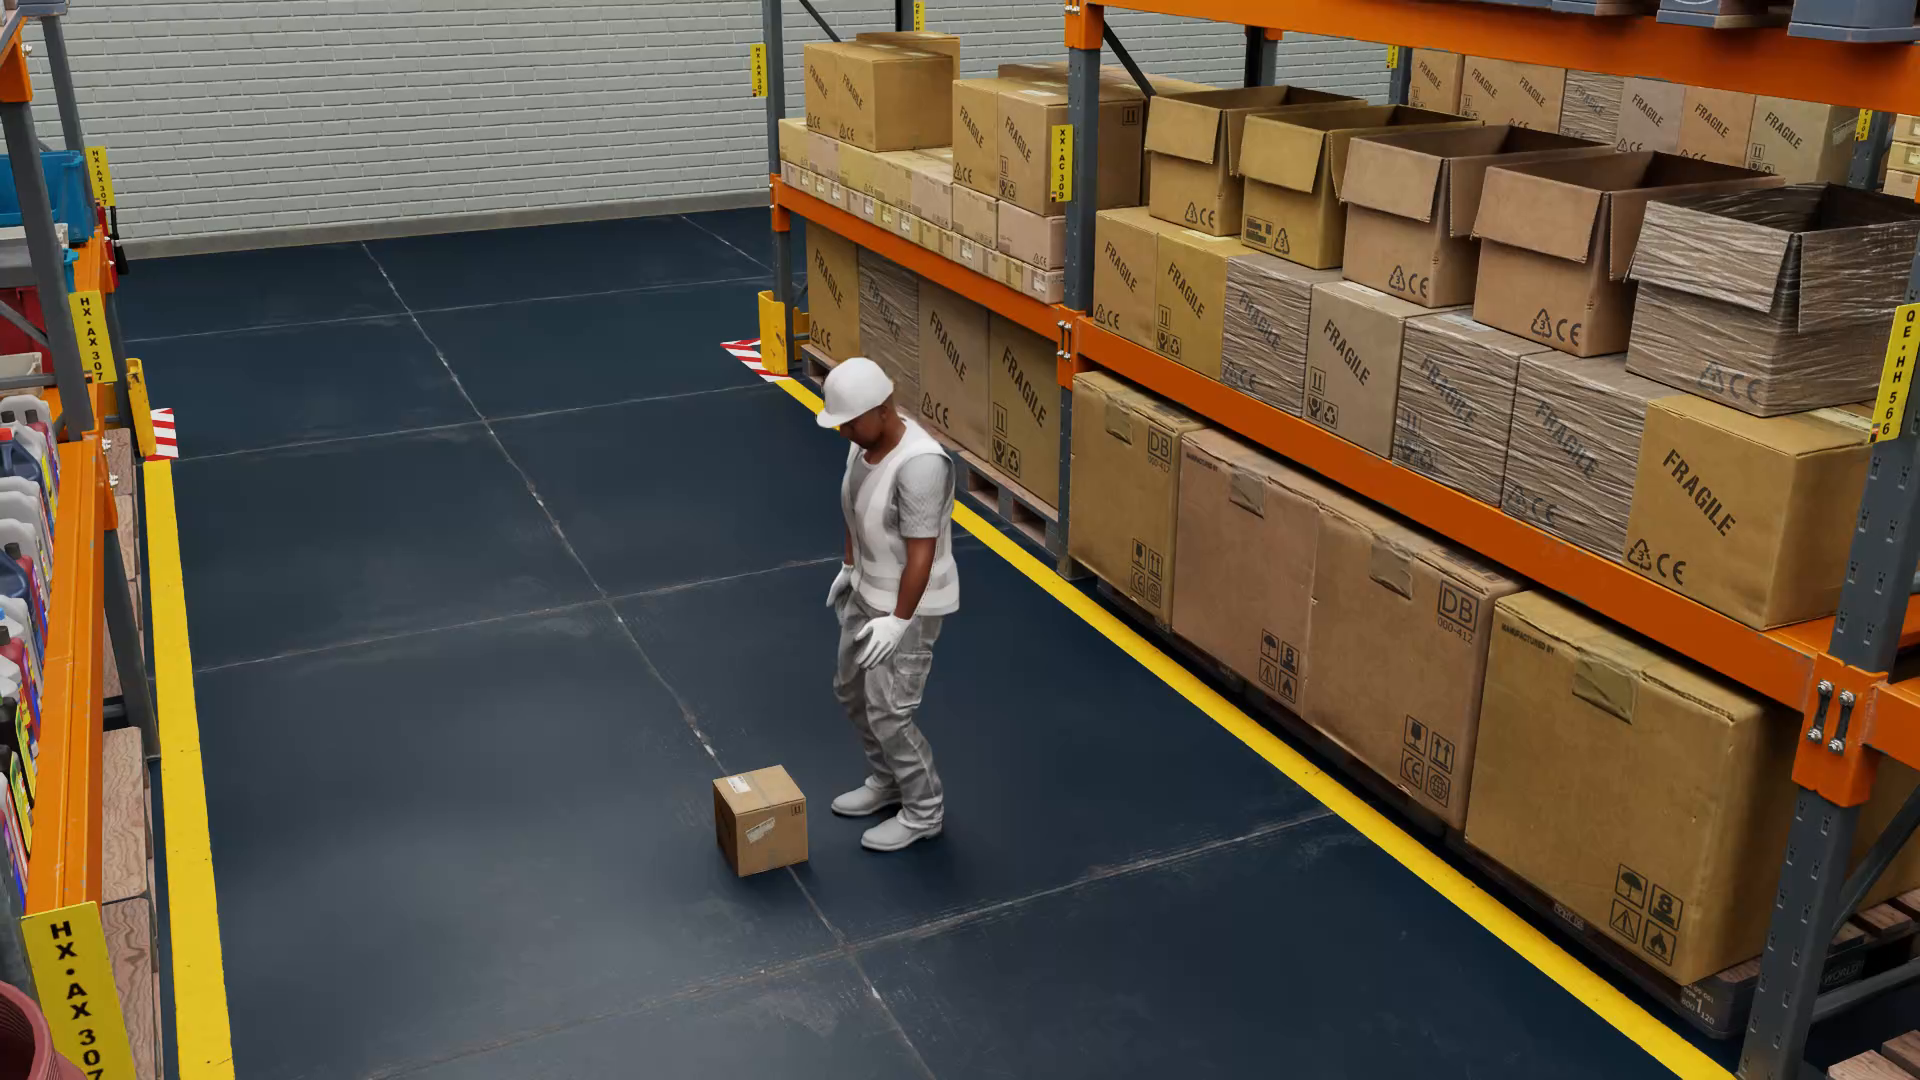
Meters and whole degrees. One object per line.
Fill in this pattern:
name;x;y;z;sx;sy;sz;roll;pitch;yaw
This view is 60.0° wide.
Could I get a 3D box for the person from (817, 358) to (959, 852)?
person;-0.240;0.215;5.602;0.458;1.732;0.573;-10;24;-22
